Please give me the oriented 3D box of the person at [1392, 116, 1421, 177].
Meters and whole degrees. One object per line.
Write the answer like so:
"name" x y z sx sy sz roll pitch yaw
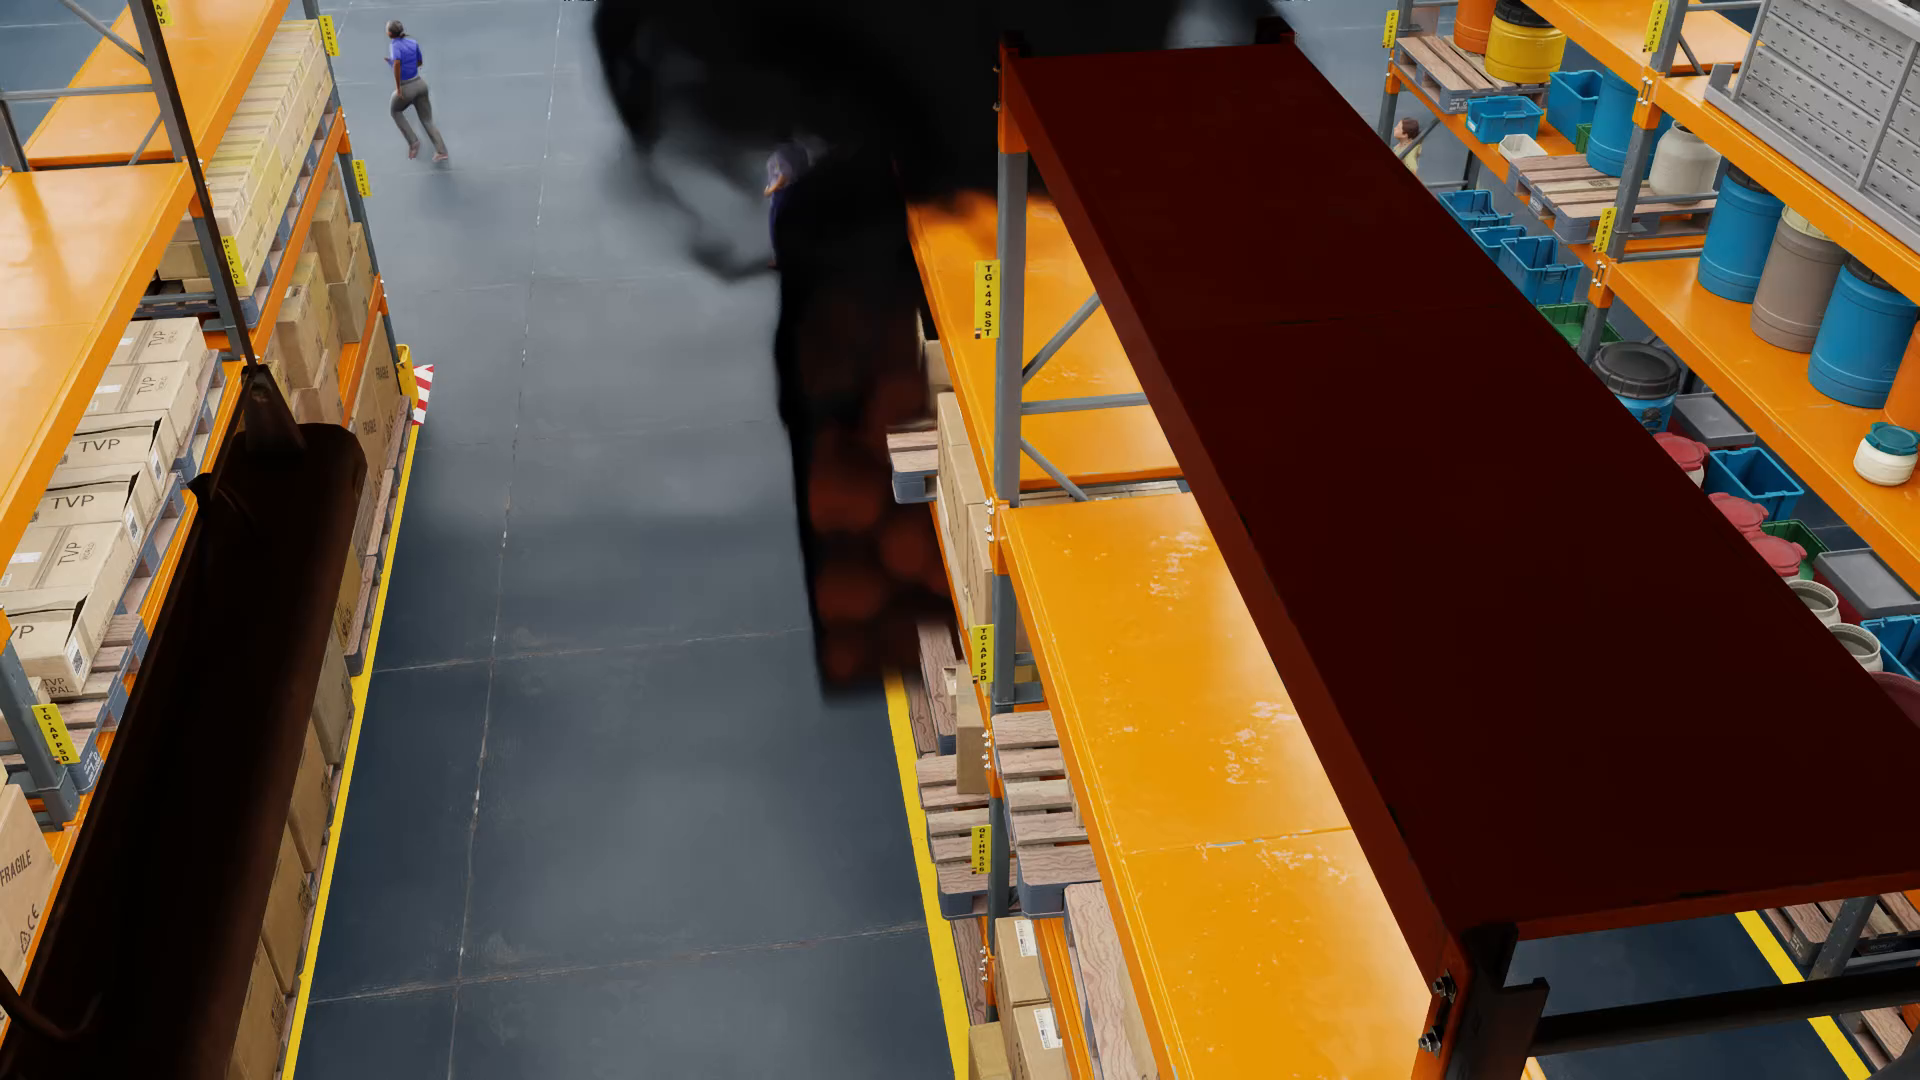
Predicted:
"person" 4.547 -3.551 16.932 0.857 1.611 0.629 18 40 22

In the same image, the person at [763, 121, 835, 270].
"person" -1.683 -3.413 16.754 0.828 1.647 0.615 18 40 23

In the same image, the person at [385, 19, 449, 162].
"person" -6.266 -5.095 19.012 0.820 1.671 0.600 22 41 27
